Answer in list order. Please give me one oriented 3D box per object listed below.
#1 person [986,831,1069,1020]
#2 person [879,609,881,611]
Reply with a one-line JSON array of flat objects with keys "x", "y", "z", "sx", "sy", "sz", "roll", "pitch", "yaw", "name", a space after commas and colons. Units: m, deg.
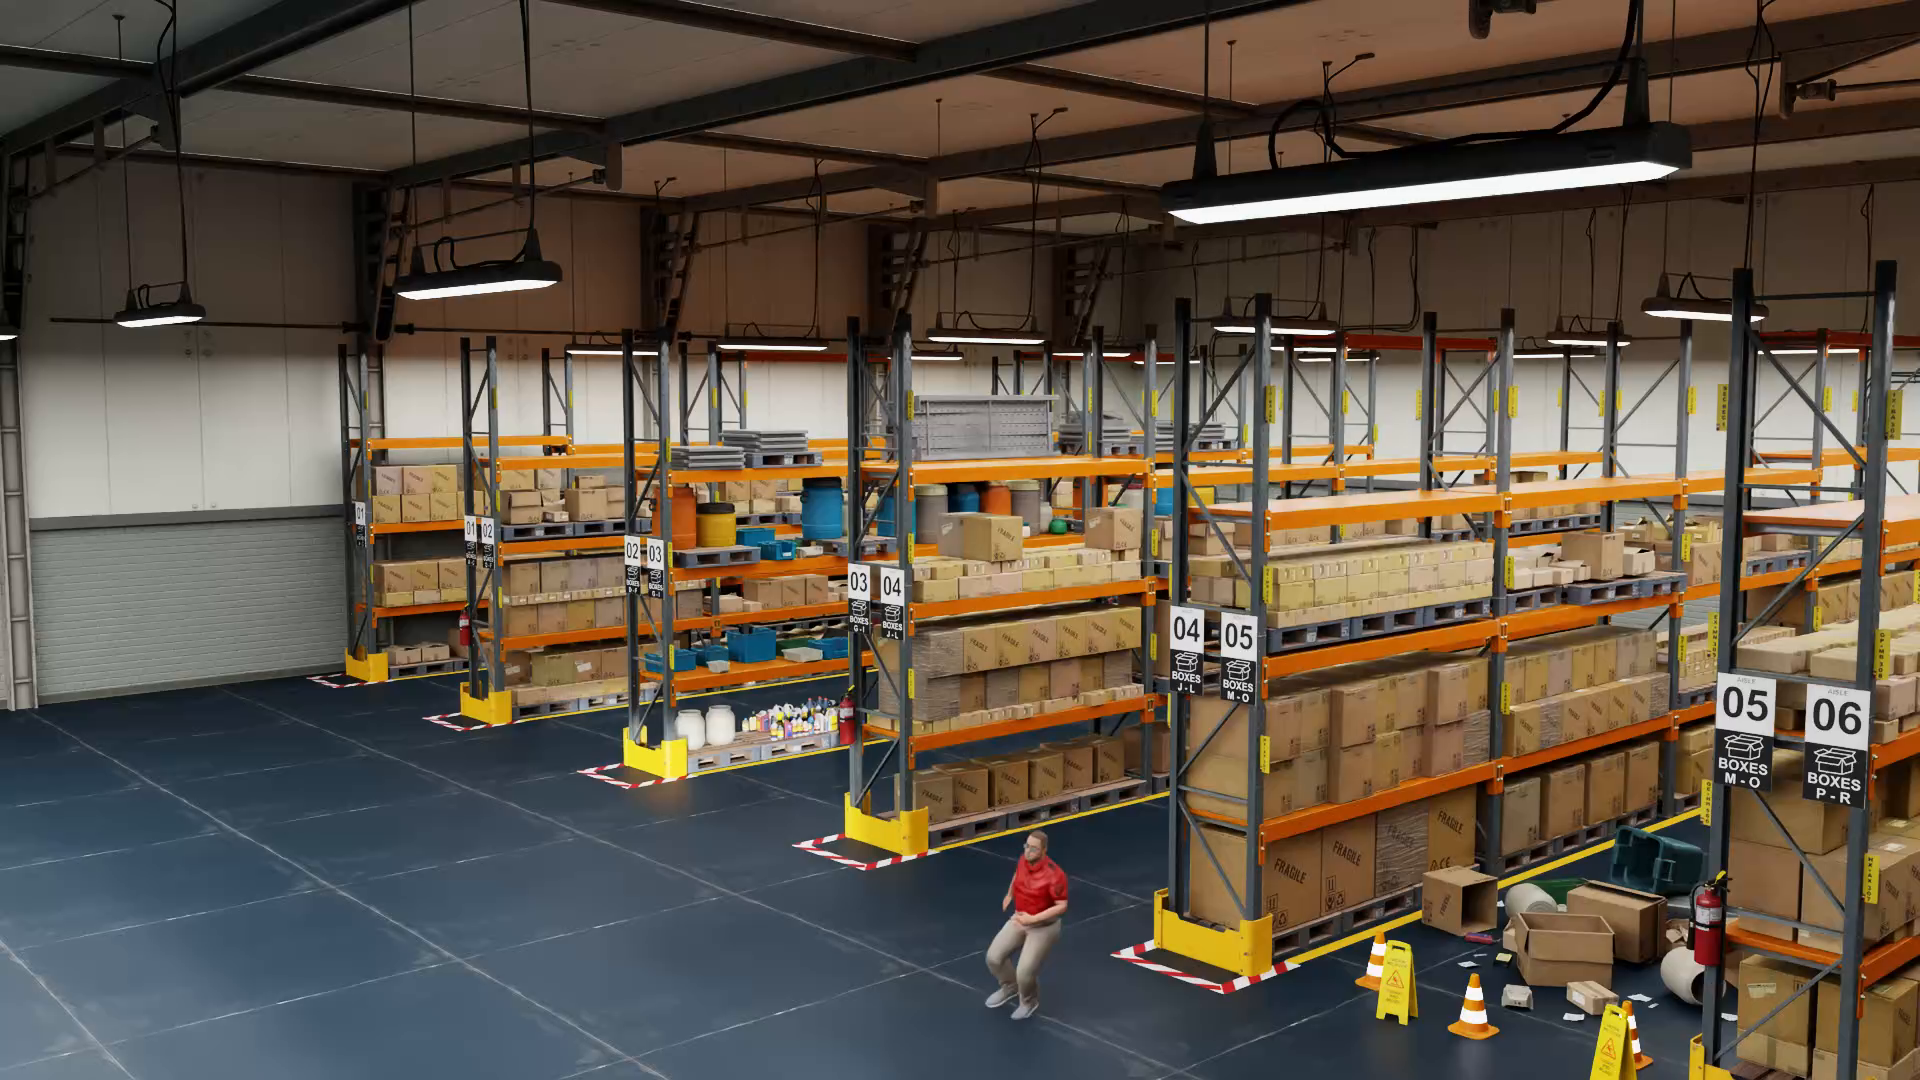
[{"x": 0.519, "y": 3.167, "z": 13.553, "sx": 0.857, "sy": 1.657, "sz": 0.667, "roll": 4, "pitch": 7, "yaw": 38, "name": "person"}, {"x": -1.432, "y": 1.364, "z": 33.933, "sx": 0.546, "sy": 1.556, "sz": 0.632, "roll": 4, "pitch": 7, "yaw": 41, "name": "person"}]
